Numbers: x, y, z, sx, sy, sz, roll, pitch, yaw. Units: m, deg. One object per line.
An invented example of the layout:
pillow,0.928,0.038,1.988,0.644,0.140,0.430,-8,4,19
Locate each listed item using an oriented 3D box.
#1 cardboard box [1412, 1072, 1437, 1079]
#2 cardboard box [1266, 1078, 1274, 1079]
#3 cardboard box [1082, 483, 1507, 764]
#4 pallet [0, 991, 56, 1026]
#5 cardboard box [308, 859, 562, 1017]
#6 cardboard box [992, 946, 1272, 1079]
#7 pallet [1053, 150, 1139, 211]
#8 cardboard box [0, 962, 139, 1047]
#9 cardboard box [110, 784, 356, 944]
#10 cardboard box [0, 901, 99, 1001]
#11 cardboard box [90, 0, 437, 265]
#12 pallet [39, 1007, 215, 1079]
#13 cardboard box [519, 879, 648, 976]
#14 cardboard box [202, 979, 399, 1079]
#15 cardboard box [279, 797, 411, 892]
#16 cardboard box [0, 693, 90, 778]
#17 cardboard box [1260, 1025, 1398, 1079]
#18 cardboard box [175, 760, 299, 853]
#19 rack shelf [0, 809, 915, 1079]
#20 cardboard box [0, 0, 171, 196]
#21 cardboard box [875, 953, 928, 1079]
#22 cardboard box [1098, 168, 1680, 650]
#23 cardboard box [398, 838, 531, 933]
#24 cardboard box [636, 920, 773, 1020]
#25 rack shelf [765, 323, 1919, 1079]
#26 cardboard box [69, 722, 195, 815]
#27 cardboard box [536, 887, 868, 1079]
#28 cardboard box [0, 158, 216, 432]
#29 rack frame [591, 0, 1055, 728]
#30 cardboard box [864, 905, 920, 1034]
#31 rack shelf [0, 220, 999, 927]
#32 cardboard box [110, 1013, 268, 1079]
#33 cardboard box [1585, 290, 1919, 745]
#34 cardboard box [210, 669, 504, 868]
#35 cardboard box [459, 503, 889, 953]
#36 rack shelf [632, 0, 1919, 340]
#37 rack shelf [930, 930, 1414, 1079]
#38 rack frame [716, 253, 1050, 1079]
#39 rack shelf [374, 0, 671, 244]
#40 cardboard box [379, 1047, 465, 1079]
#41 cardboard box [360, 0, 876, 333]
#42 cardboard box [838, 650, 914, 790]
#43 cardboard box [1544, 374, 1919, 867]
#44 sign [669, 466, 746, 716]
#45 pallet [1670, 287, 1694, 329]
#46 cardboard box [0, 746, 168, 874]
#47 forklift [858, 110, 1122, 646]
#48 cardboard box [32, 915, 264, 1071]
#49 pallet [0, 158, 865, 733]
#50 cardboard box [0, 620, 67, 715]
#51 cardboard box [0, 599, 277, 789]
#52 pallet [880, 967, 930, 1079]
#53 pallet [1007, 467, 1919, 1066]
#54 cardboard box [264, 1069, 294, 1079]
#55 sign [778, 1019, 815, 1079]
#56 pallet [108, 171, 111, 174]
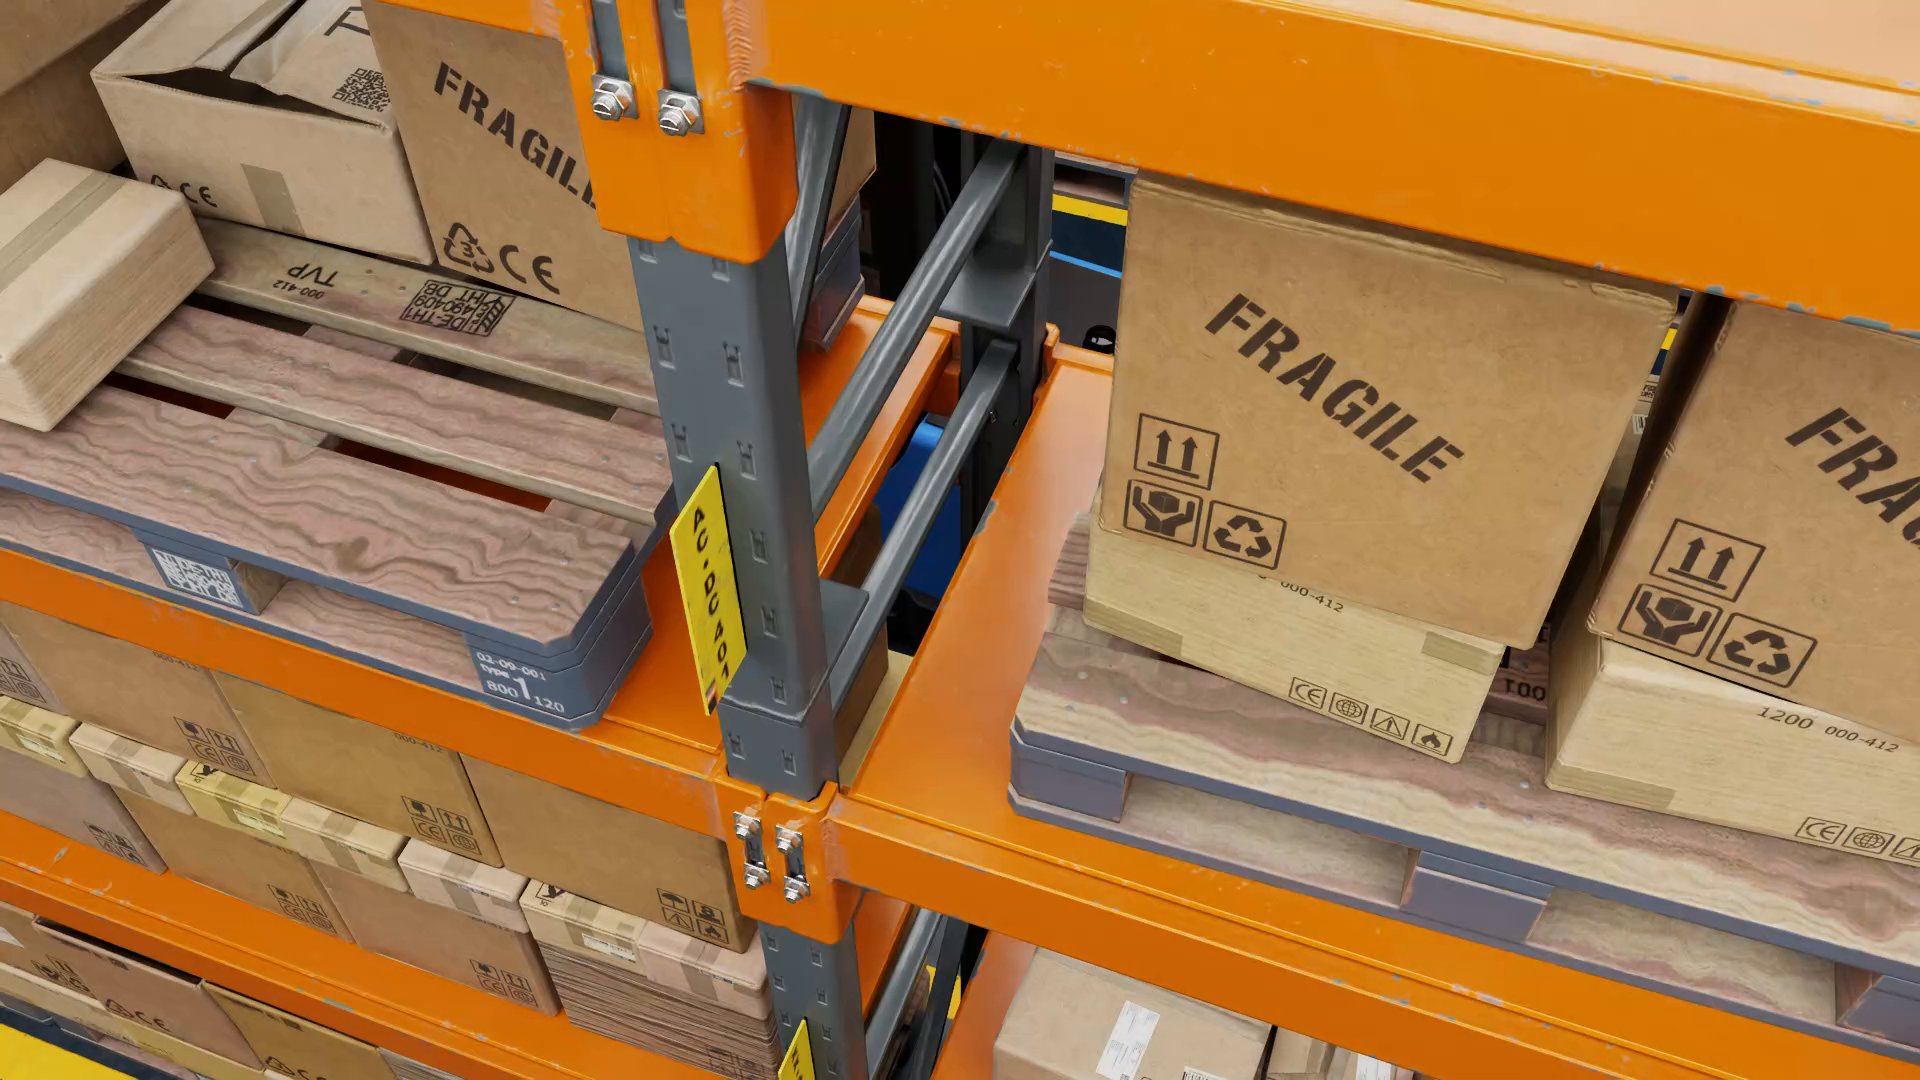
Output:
cardboard box,1.126,1.165,3.190,0.500,0.500,0.500,19,52,16
cardboard box,0.677,1.306,3.299,0.250,0.149,0.380,16,51,13
cardboard box,0.491,-0.056,2.150,0.500,0.250,0.500,20,52,17
pallet,-3.104,0.883,5.345,1.213,0.211,1.003,16,51,13
cardboard box,-0.999,0.569,3.706,0.500,0.500,0.700,15,51,13
cardboard box,0.394,0.994,3.503,0.500,0.250,0.500,19,52,15
pallet,0.988,-1.903,7.760,1.213,0.211,1.003,16,51,13
cardboard box,-2.470,1.120,4.836,0.500,0.250,0.500,16,51,13
cardboard box,-1.468,0.435,3.822,0.500,0.500,0.700,16,51,14
cardboard box,-2.466,0.866,4.560,0.500,0.500,0.500,16,51,13
cardboard box,-0.971,-0.750,2.619,0.500,0.311,0.500,13,50,11
pallet,-1.963,1.204,5.067,1.213,0.211,1.003,16,51,13
cardboard box,-0.644,0.616,3.236,0.250,0.149,0.380,15,51,12
cardboard box,-1.529,1.130,4.331,0.500,0.500,0.500,16,51,13
cardboard box,-1.137,0.481,3.353,0.250,0.149,0.380,15,51,13
cardboard box,-1.853,0.281,3.526,0.250,0.149,0.380,17,51,14
cardboard box,0.805,0.991,3.495,0.258,0.266,0.396,14,51,12
cardboard box,-1.366,0.414,3.410,0.250,0.149,0.380,15,51,13
rack shelf,-1.959,0.559,4.257,4.000,0.370,1.077,16,51,13
cardboard box,-1.584,-0.874,2.598,0.637,0.503,0.797,21,52,17
cardboard box,-0.413,1.273,4.703,0.500,0.250,0.500,16,51,13
cardboard box,0.482,-0.280,1.848,0.500,0.500,0.500,16,51,14
cardboard box,-0.890,0.549,3.294,0.250,0.149,0.380,14,51,12
cardboard box,-0.413,0.682,3.178,0.250,0.149,0.380,16,51,13
rack shelf,1.793,0.624,2.216,4.000,0.370,1.077,16,51,13
cardboard box,-1.603,0.349,3.468,0.250,0.149,0.380,17,51,14
cardboard box,-0.502,0.702,3.590,0.500,0.500,0.700,14,51,12
cardboard box,-1.309,-0.359,2.387,0.250,0.149,0.380,16,51,13
rack frame,-0.083,-1.118,1.264,0.127,3.000,1.000,16,51,13
cardboard box,-0.410,1.021,4.426,0.500,0.500,0.500,16,51,13
rack shelf,-1.959,-0.424,3.123,4.000,0.370,1.077,16,51,13
cardboard box,-2.003,1.254,4.720,0.500,0.250,0.500,16,51,13
cardboard box,1.024,-0.148,1.733,0.500,0.500,0.500,20,52,17
cardboard box,-0.976,0.146,3.214,0.500,0.500,0.700,15,51,13
cardboard box,-0.502,0.277,3.100,0.500,0.500,0.700,16,51,13
rack shelf,1.793,-0.228,1.233,4.000,0.370,1.077,16,51,13
rack shelf,1.793,1.606,3.349,4.000,0.370,1.077,16,51,13
rack frame,-0.083,0.847,3.531,0.127,3.000,1.000,16,51,13
rack shelf,-1.959,-1.275,2.141,4.000,0.370,1.077,16,51,13
cardboard box,-1.059,1.258,4.220,0.500,0.500,0.500,16,51,13
cardboard box,-0.464,-0.671,2.425,0.500,0.500,0.500,19,52,16
cardboard box,-0.268,0.394,3.428,0.250,0.149,0.380,16,51,13
cardboard box,1.008,0.086,2.027,0.500,0.250,0.500,11,50,10
sign,-0.274,0.063,1.831,0.005,0.325,0.100,16,51,13
pallet,3.509,-1.231,7.178,1.213,0.211,1.003,16,51,13
cardboard box,-1.949,0.301,3.938,0.500,0.500,0.700,17,51,14
forklift,-0.559,-1.169,5.324,3.031,2.935,1.130,20,52,17
cardboard box,-2.003,1.009,4.436,0.500,0.500,0.500,16,51,13
pallet,-0.892,-0.312,2.609,1.213,0.211,1.003,16,51,13
cardboard box,-1.914,-0.117,3.442,0.500,0.500,0.700,16,51,13
cardboard box,-1.446,0.014,3.328,0.500,0.500,0.700,16,51,13
pallet,-0.815,1.522,4.791,1.213,0.211,1.003,16,51,13
pallet,0.749,0.149,2.278,1.217,0.209,0.805,14,50,12
cardboard box,-1.534,1.385,4.607,0.500,0.250,0.500,16,51,13
sign,-0.274,0.931,2.833,0.005,0.325,0.100,16,51,13
pallet,-2.033,-0.632,2.887,1.213,0.211,1.003,16,51,13
